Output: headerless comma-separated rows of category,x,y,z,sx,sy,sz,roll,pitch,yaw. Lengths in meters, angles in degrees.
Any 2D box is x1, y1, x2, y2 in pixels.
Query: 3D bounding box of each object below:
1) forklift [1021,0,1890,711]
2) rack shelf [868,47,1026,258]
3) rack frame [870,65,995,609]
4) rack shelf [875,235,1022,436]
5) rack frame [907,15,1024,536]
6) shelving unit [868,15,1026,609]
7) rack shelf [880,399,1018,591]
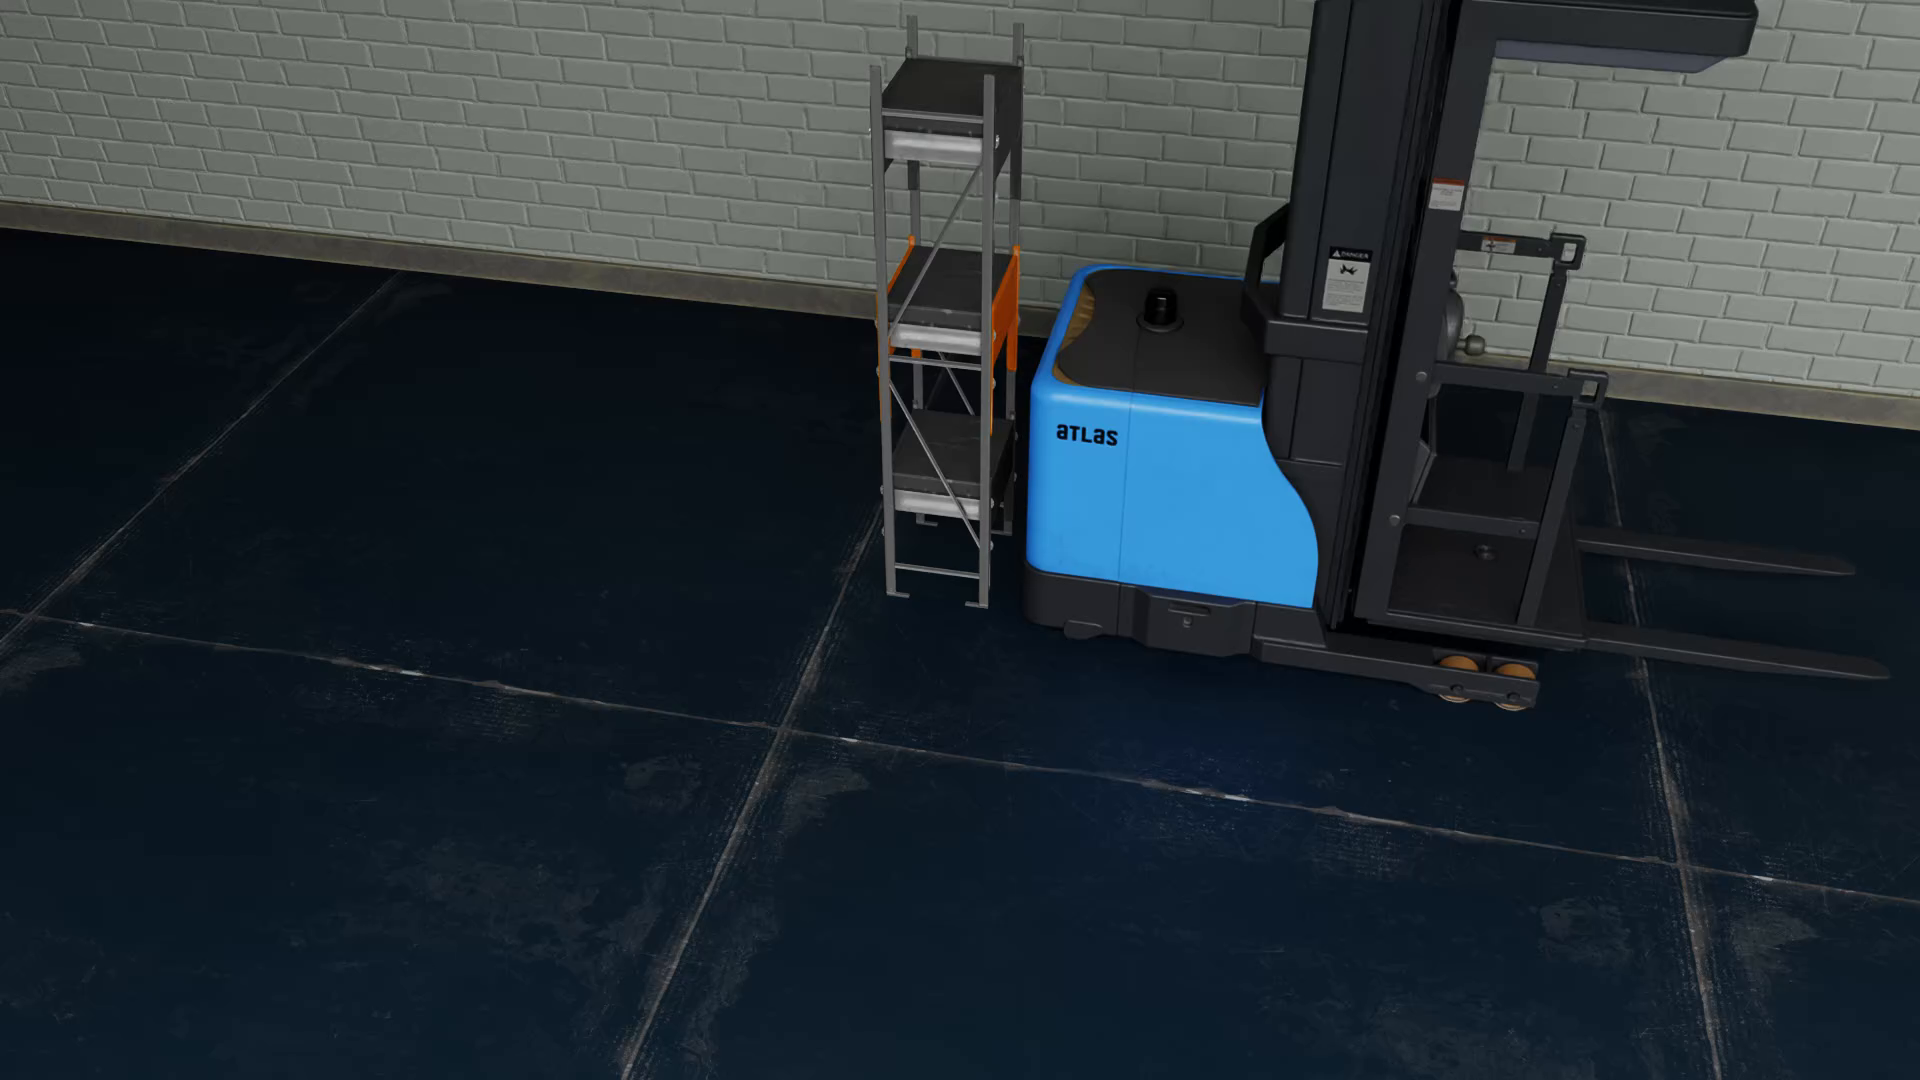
forklift,1.801,-0.924,5.528,3.031,2.935,1.130,8,37,10
rack shelf,-0.035,-1.311,5.600,0.431,0.518,0.480,7,37,10
rack frame,-0.087,-0.615,5.810,0.400,2.100,0.015,7,37,10
rack shelf,-0.035,-0.744,6.011,0.431,0.518,0.480,7,37,10
rack frame,0.017,-0.895,6.196,0.400,2.100,0.015,7,37,10
shelving unit,-0.035,-0.755,6.003,0.431,2.100,0.503,7,37,10
rack shelf,-0.035,-0.177,6.422,0.431,0.518,0.480,7,37,10
